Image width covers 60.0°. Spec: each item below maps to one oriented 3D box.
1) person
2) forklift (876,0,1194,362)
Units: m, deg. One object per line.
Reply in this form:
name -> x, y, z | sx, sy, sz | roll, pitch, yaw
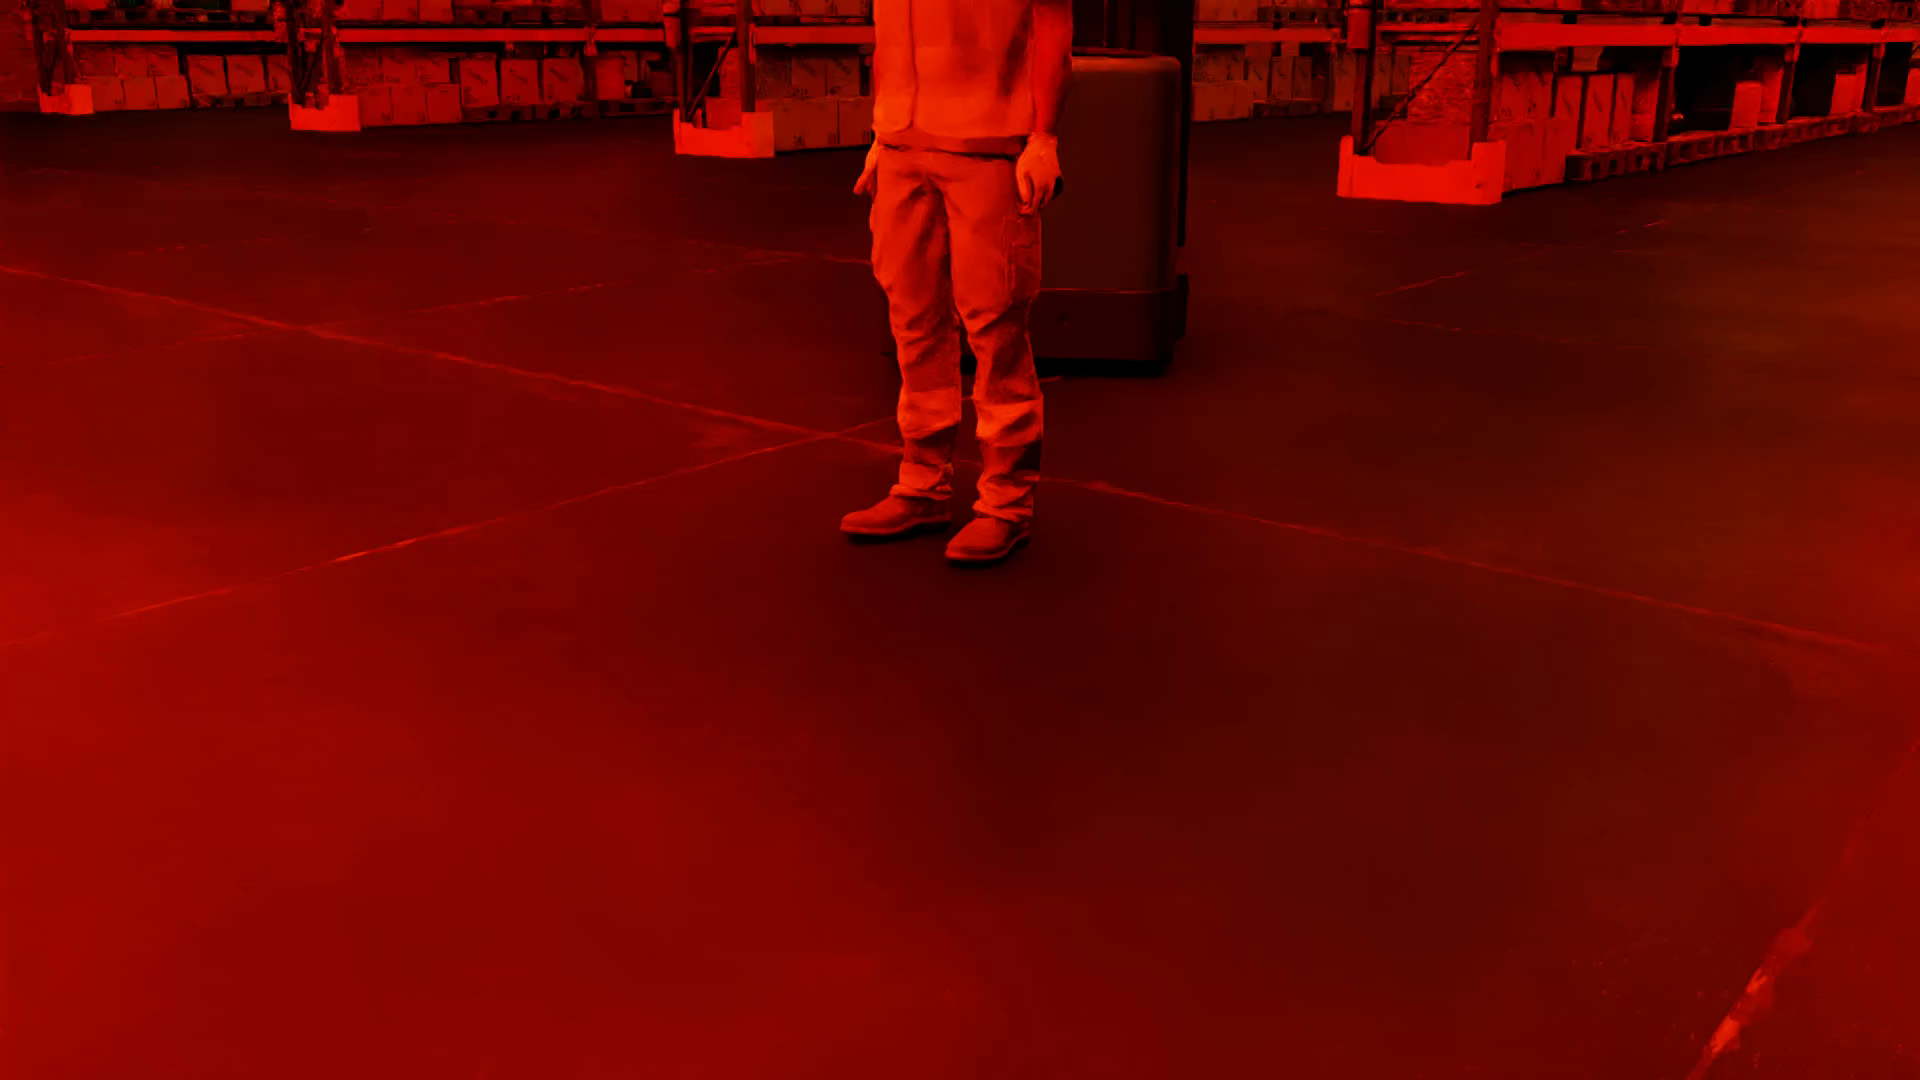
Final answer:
person -> -0.012, -0.852, 3.665 | 0.540, 1.795, 0.349 | 13, 21, 37
forklift -> 0.426, -2.407, 6.823 | 1.130, 2.935, 3.031 | 2, 17, 8
